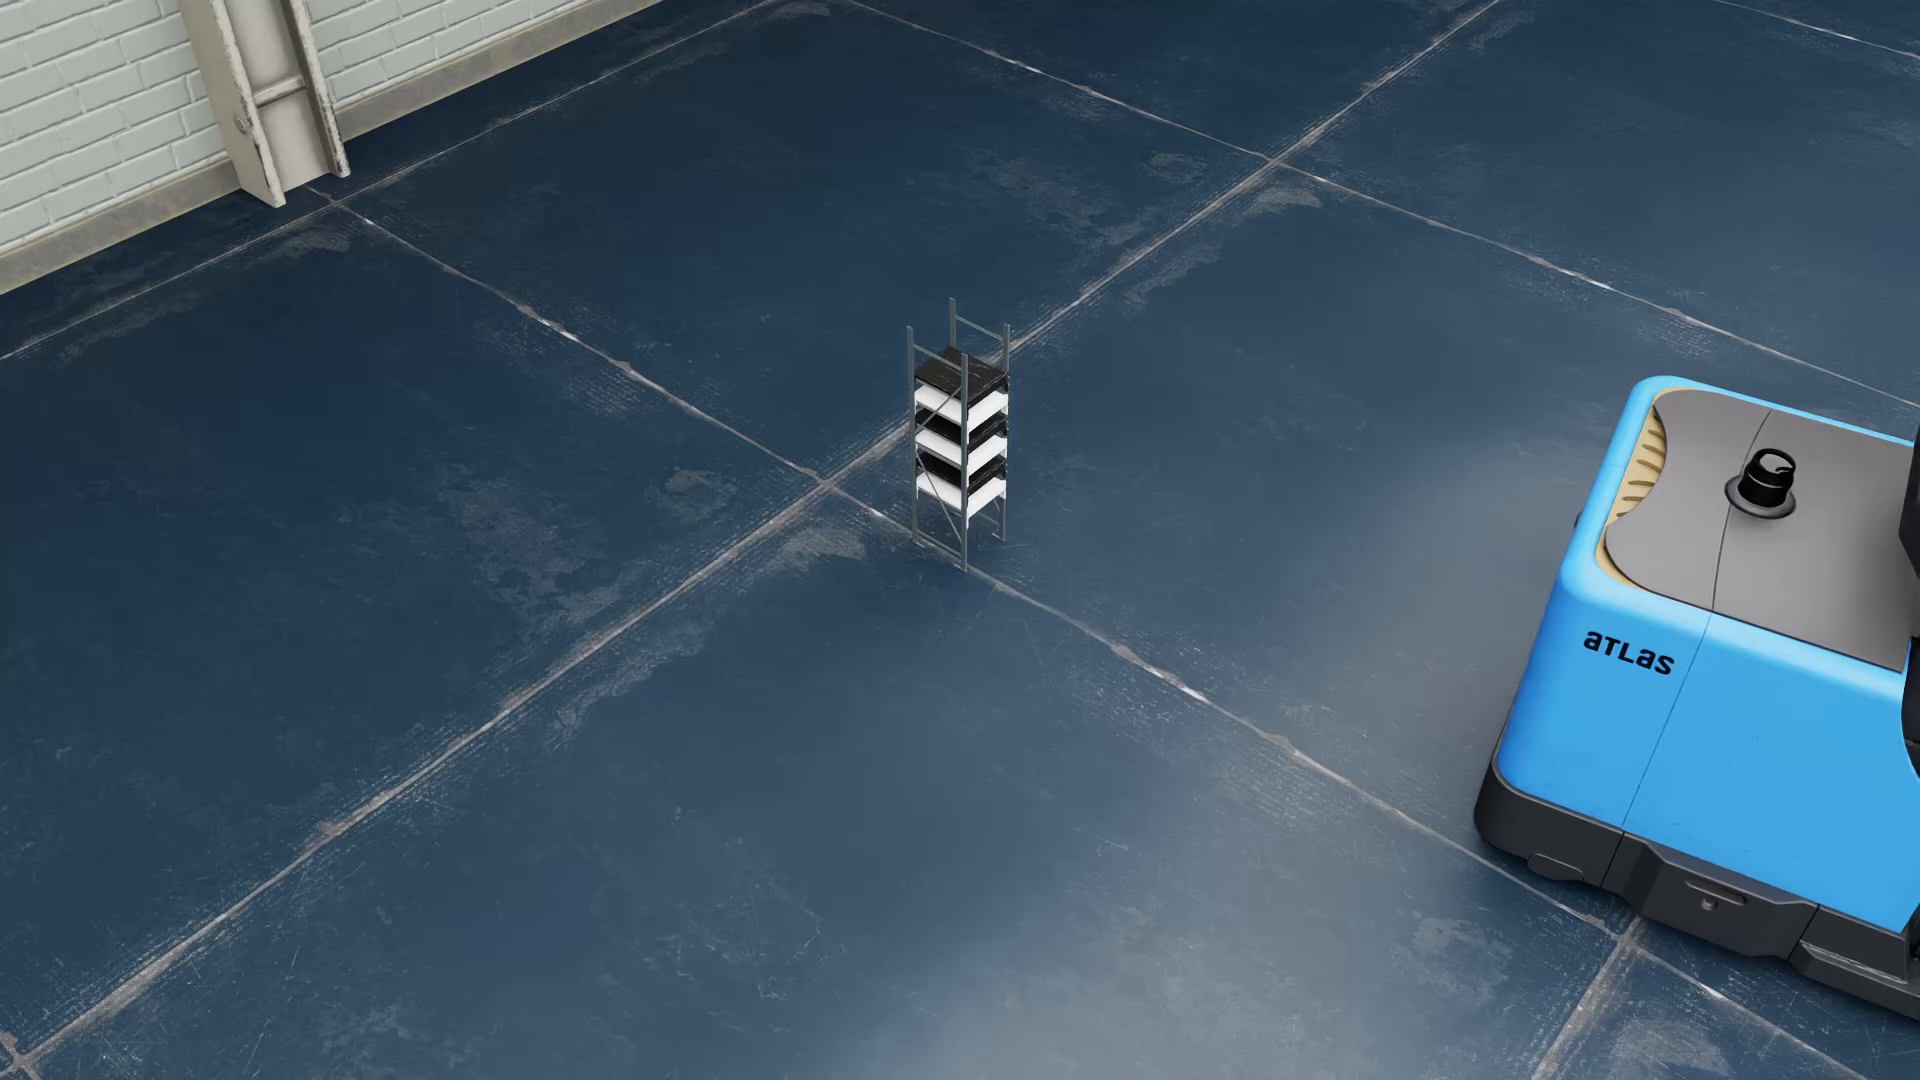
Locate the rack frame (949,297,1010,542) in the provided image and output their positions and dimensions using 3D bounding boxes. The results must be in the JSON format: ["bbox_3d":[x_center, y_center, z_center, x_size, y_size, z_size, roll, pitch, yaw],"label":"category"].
[{"bbox_3d":[0.060,-0.381,5.500,0.240,0.900,0.006,29,50,28],"label":"rack frame"}]

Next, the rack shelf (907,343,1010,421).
[{"bbox_3d":[-0.005,-0.504,5.283,0.258,0.077,0.200,29,50,28],"label":"rack shelf"}]

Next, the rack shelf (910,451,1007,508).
[{"bbox_3d":[-0.005,-0.238,5.526,0.258,0.077,0.200,29,50,28],"label":"rack shelf"}]

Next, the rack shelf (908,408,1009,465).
[{"bbox_3d":[-0.005,-0.371,5.405,0.258,0.077,0.200,29,50,28],"label":"rack shelf"}]

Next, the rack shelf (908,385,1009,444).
[{"bbox_3d":[-0.005,-0.437,5.344,0.258,0.077,0.200,29,50,28],"label":"rack shelf"}]

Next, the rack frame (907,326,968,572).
[{"bbox_3d":[-0.071,-0.276,5.385,0.240,0.900,0.006,29,50,28],"label":"rack frame"}]

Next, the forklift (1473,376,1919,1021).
[{"bbox_3d":[3.013,-0.017,3.590,3.031,2.935,1.130,20,46,21],"label":"forklift"}]

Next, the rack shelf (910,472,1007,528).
[{"bbox_3d":[-0.005,-0.171,5.586,0.258,0.077,0.200,29,50,28],"label":"rack shelf"}]

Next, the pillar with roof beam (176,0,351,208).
[{"bbox_3d":[0.274,-3.104,2.475,9.100,9.000,0.400,29,50,28],"label":"pillar with roof beam"}]

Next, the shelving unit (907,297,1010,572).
[{"bbox_3d":[-0.005,-0.329,5.443,0.258,0.900,0.210,29,50,28],"label":"shelving unit"}]

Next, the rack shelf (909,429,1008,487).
[{"bbox_3d":[-0.005,-0.304,5.465,0.258,0.077,0.200,29,50,28],"label":"rack shelf"}]
